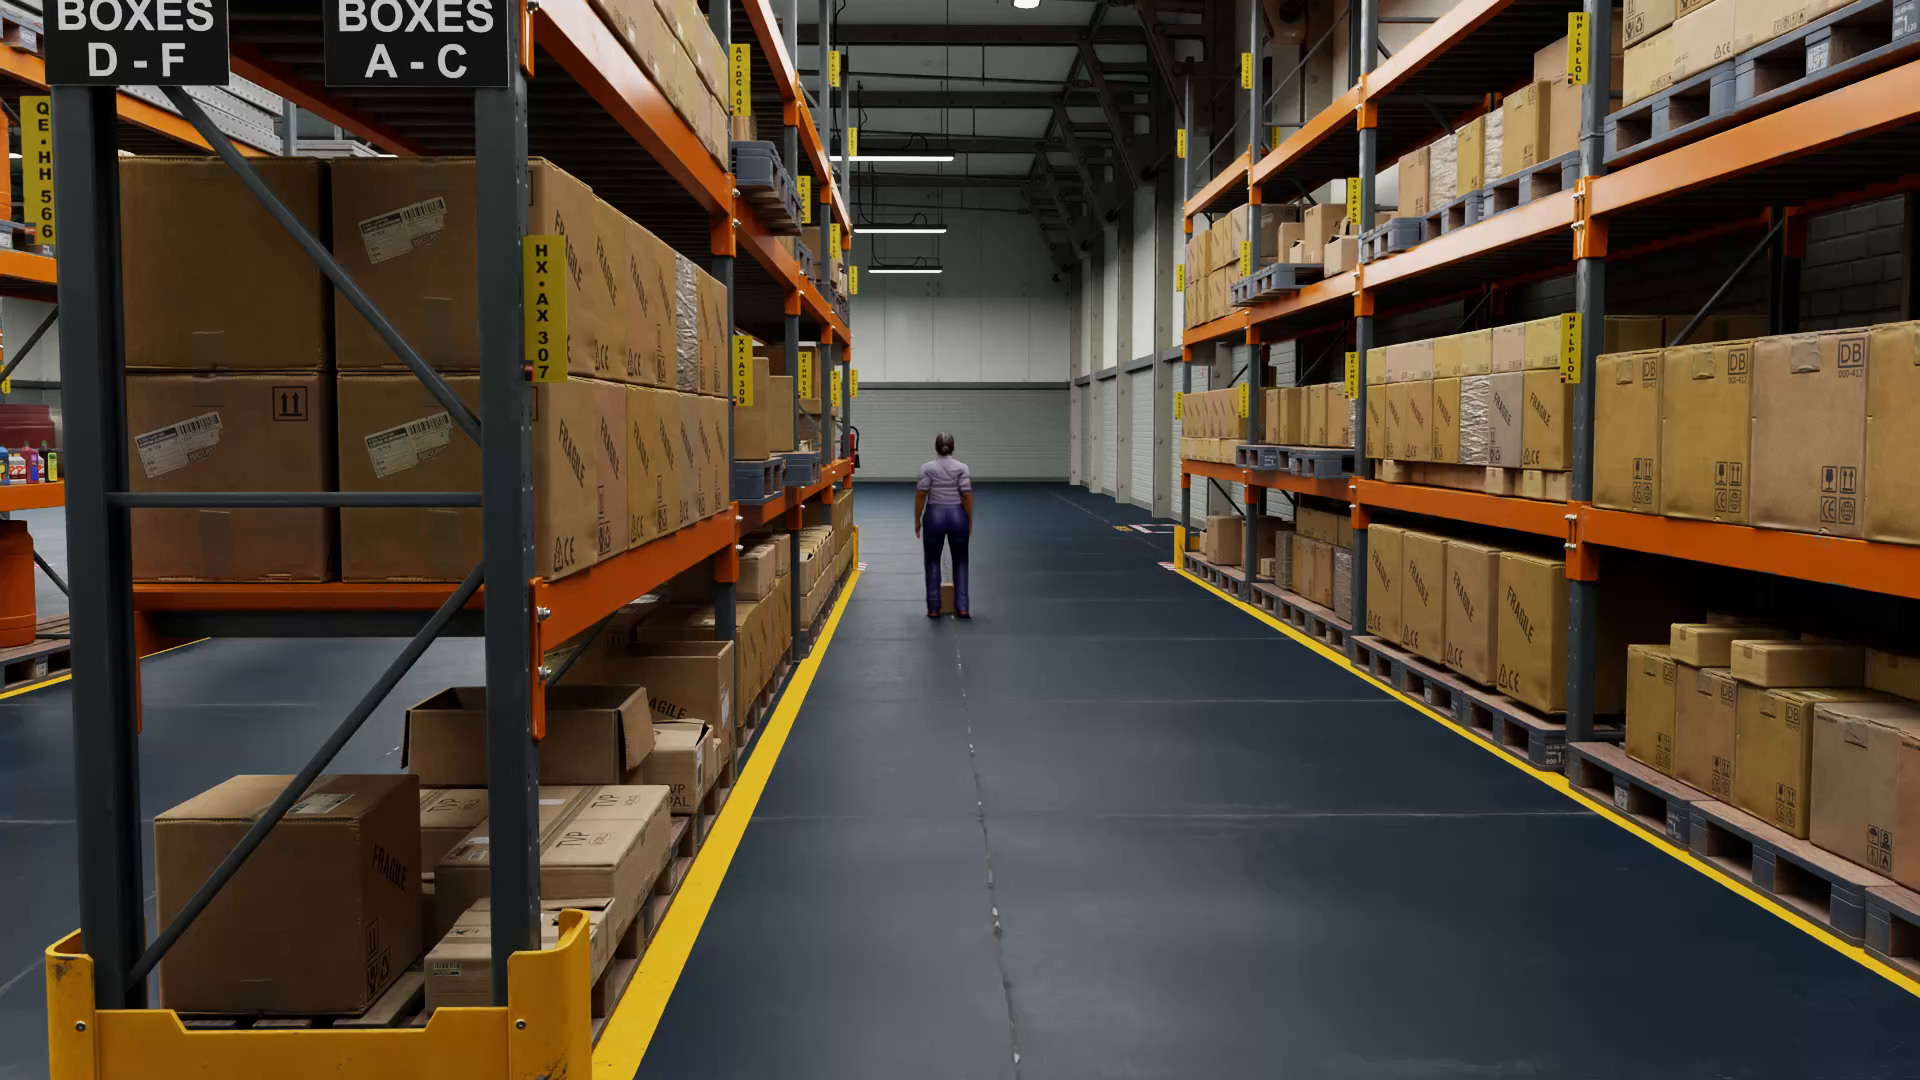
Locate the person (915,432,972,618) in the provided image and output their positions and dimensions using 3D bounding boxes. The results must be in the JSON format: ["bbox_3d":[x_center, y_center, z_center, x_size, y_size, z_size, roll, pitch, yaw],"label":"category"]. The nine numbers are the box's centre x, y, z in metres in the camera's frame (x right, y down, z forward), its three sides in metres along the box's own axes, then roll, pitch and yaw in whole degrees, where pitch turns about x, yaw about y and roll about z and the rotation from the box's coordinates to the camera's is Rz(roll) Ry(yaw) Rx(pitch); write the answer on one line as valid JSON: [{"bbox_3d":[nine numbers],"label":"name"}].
[{"bbox_3d":[-0.145,-0.095,14.655,0.504,1.683,0.340,0,4,0],"label":"person"}]
